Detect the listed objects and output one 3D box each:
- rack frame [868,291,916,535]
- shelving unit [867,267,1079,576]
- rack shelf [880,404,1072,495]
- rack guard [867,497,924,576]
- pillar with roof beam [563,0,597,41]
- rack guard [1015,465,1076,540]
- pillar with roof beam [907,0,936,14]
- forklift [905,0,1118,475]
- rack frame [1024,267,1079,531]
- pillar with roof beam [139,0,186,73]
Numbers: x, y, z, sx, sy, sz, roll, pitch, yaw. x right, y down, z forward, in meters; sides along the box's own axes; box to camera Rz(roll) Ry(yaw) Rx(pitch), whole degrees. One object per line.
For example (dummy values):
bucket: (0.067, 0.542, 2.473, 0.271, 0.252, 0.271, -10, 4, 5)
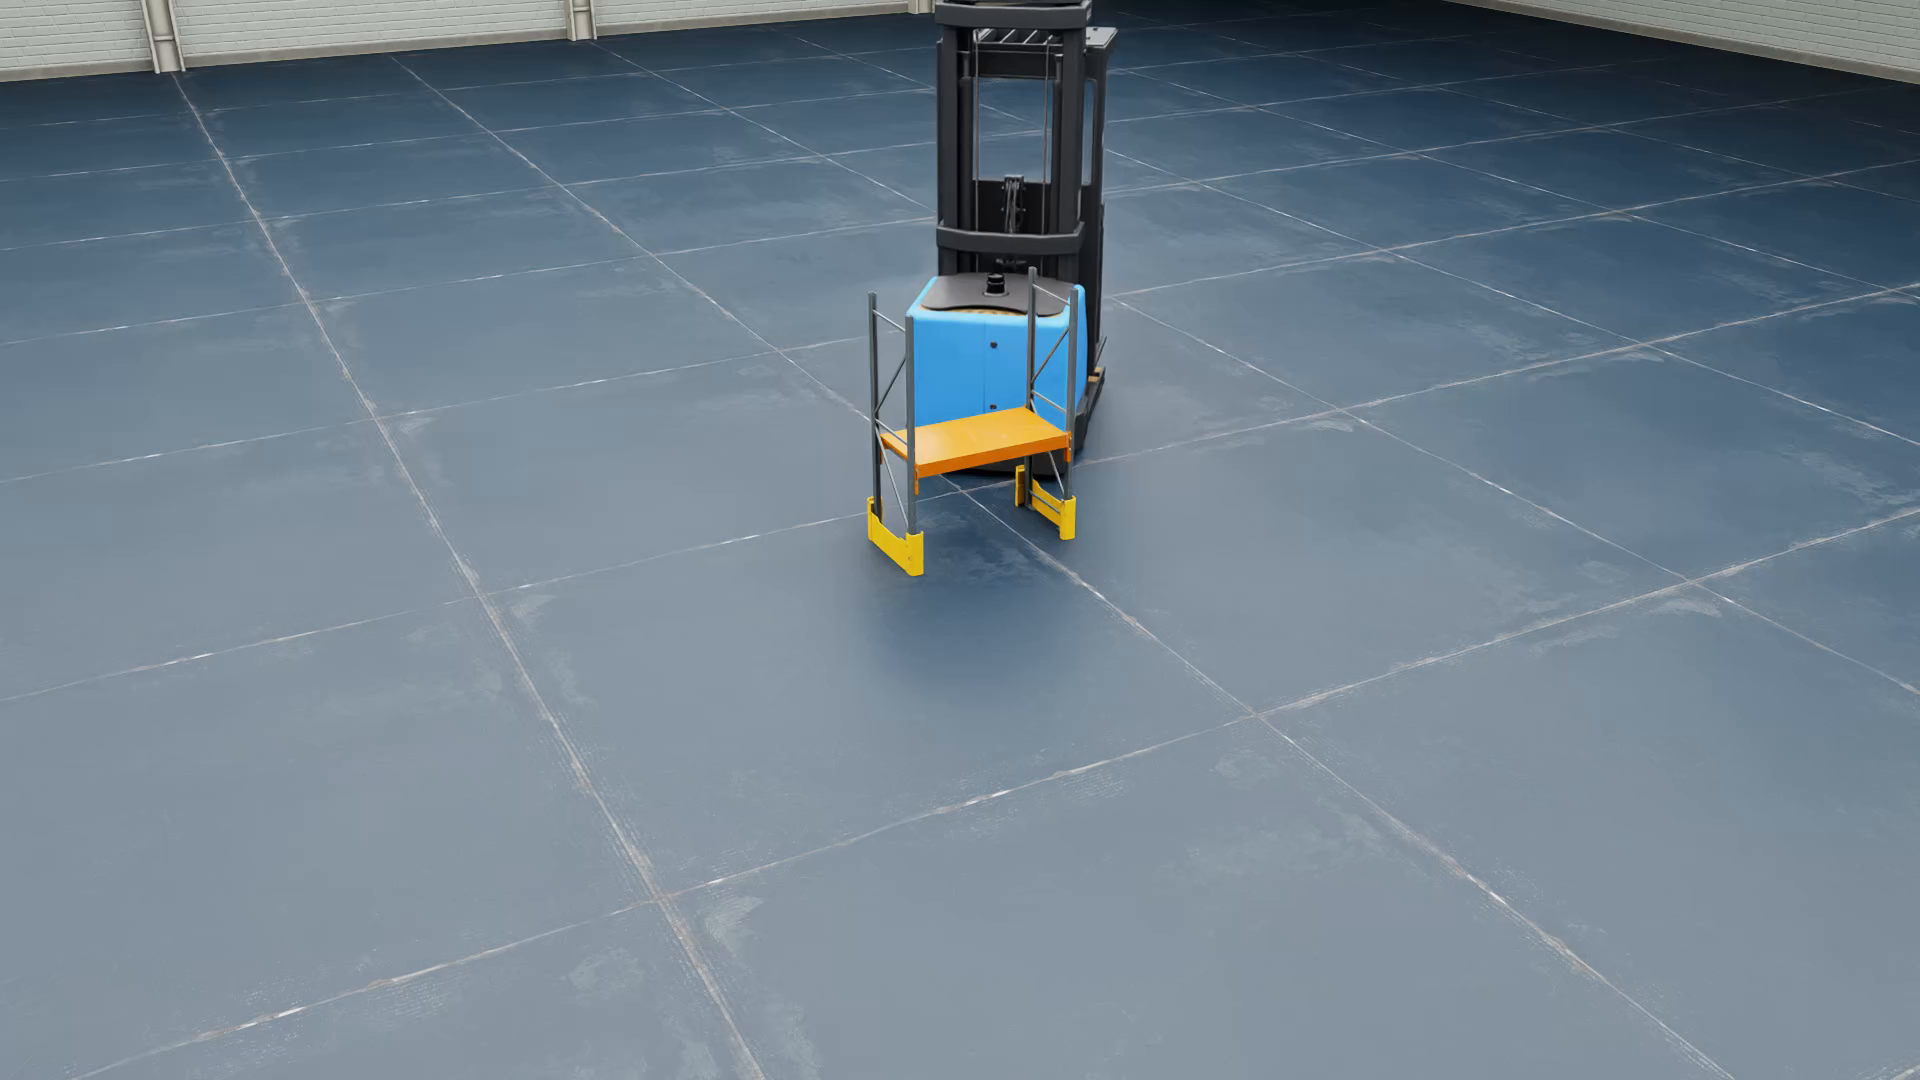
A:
rack frame: (-0.373, -0.590, 9.246, 0.032, 1.500, 0.500, -13, 29, -25)
shelving unit: (0.067, -0.692, 9.458, 1.083, 1.500, 0.587, -13, 29, -25)
rack shelf: (0.075, -0.531, 9.539, 1.000, 0.185, 0.538, -13, 29, -25)
rack guard: (-0.372, -0.027, 9.517, 0.087, 0.250, 0.587, -13, 29, -25)
pillar with roof beam: (-3.933, -10.322, 20.852, 0.400, 9.000, 9.100, -13, 29, -25)
rack guard: (0.507, -0.230, 9.939, 0.087, 0.250, 0.587, -13, 29, -25)
pillar with roof beam: (1.362, -11.544, 23.397, 0.400, 9.000, 9.100, -13, 29, -25)
forklift: (0.440, -2.341, 11.240, 1.130, 2.935, 3.031, 5, 26, 10)
rack frame: (0.524, -0.797, 9.677, 0.032, 1.500, 0.500, -13, 29, -25)
pillar with roof beam: (-9.227, -9.100, 18.307, 0.400, 9.000, 9.100, -13, 29, -25)
